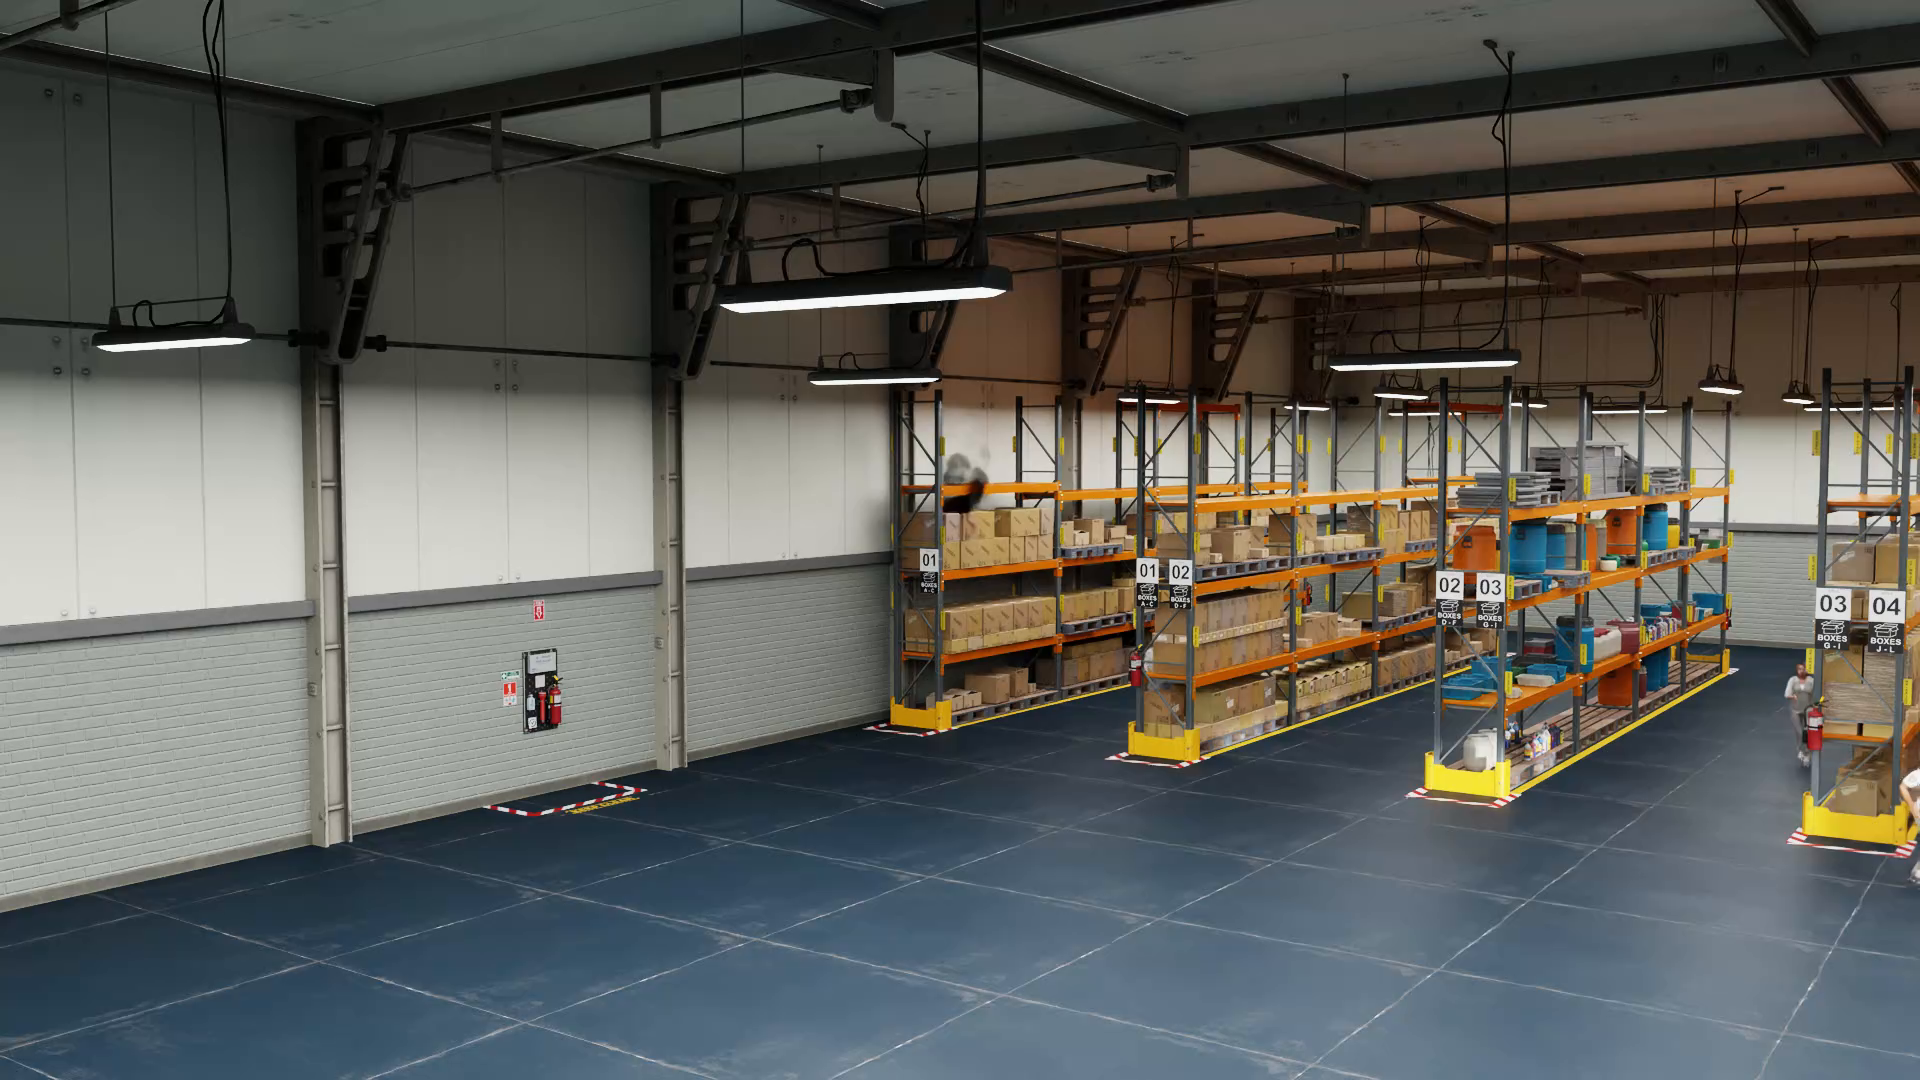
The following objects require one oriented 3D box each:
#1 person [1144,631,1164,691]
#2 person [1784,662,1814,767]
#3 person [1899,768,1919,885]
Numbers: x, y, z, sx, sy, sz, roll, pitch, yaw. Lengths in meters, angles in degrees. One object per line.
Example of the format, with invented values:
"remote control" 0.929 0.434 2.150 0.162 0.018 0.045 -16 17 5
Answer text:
"person" 3.496 2.465 29.804 0.590 1.660 0.619 2 4 33
"person" 13.251 2.748 26.166 0.513 1.609 0.702 2 4 32
"person" 10.906 3.133 18.559 0.583 1.680 0.674 -1 4 -24
